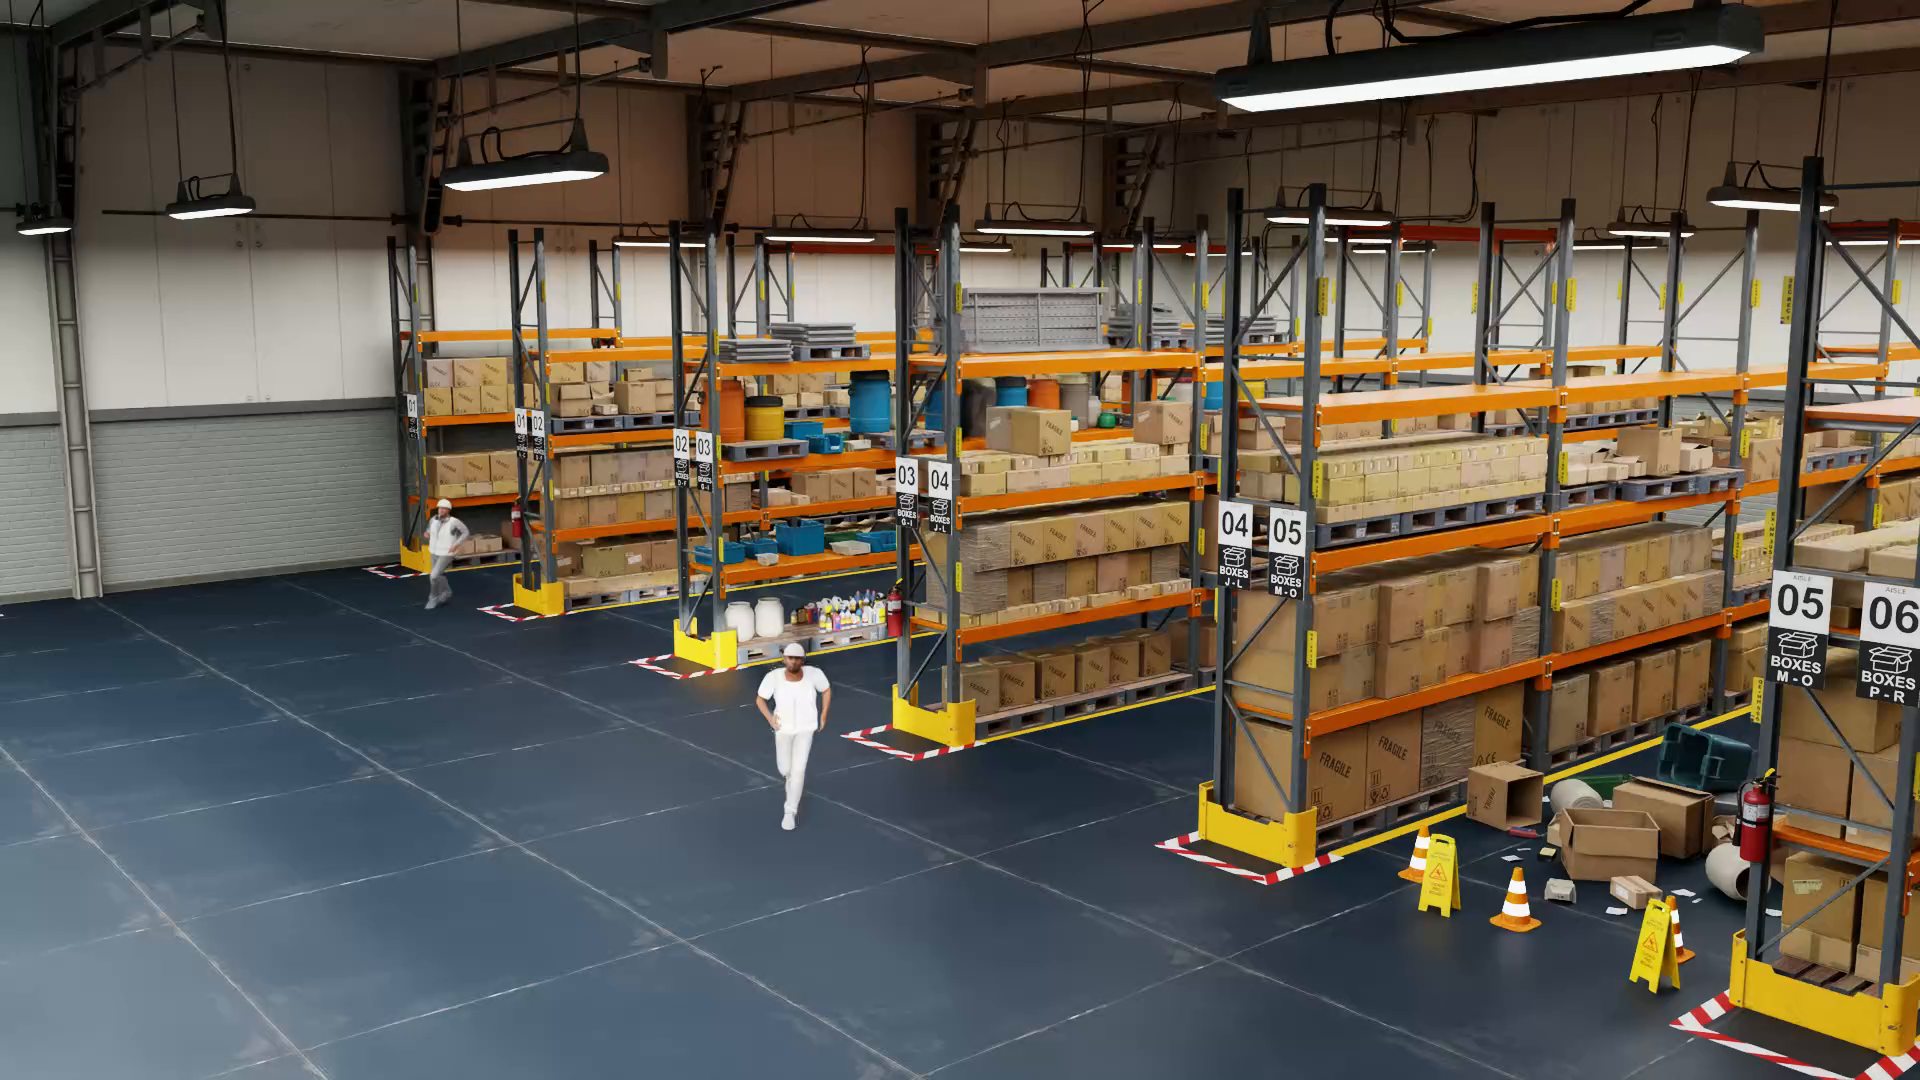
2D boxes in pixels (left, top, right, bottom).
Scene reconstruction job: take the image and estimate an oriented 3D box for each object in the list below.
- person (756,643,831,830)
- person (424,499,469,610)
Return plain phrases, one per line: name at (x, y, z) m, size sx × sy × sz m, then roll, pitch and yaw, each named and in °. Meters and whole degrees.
person at (-1.616, 1.838, 16.188) m, size 0.726 × 1.754 × 0.945 m, roll -1°, pitch 9°, yaw -4°
person at (-8.264, 0.228, 26.642) m, size 0.671 × 1.794 × 0.719 m, roll 4°, pitch 10°, yaw 26°
